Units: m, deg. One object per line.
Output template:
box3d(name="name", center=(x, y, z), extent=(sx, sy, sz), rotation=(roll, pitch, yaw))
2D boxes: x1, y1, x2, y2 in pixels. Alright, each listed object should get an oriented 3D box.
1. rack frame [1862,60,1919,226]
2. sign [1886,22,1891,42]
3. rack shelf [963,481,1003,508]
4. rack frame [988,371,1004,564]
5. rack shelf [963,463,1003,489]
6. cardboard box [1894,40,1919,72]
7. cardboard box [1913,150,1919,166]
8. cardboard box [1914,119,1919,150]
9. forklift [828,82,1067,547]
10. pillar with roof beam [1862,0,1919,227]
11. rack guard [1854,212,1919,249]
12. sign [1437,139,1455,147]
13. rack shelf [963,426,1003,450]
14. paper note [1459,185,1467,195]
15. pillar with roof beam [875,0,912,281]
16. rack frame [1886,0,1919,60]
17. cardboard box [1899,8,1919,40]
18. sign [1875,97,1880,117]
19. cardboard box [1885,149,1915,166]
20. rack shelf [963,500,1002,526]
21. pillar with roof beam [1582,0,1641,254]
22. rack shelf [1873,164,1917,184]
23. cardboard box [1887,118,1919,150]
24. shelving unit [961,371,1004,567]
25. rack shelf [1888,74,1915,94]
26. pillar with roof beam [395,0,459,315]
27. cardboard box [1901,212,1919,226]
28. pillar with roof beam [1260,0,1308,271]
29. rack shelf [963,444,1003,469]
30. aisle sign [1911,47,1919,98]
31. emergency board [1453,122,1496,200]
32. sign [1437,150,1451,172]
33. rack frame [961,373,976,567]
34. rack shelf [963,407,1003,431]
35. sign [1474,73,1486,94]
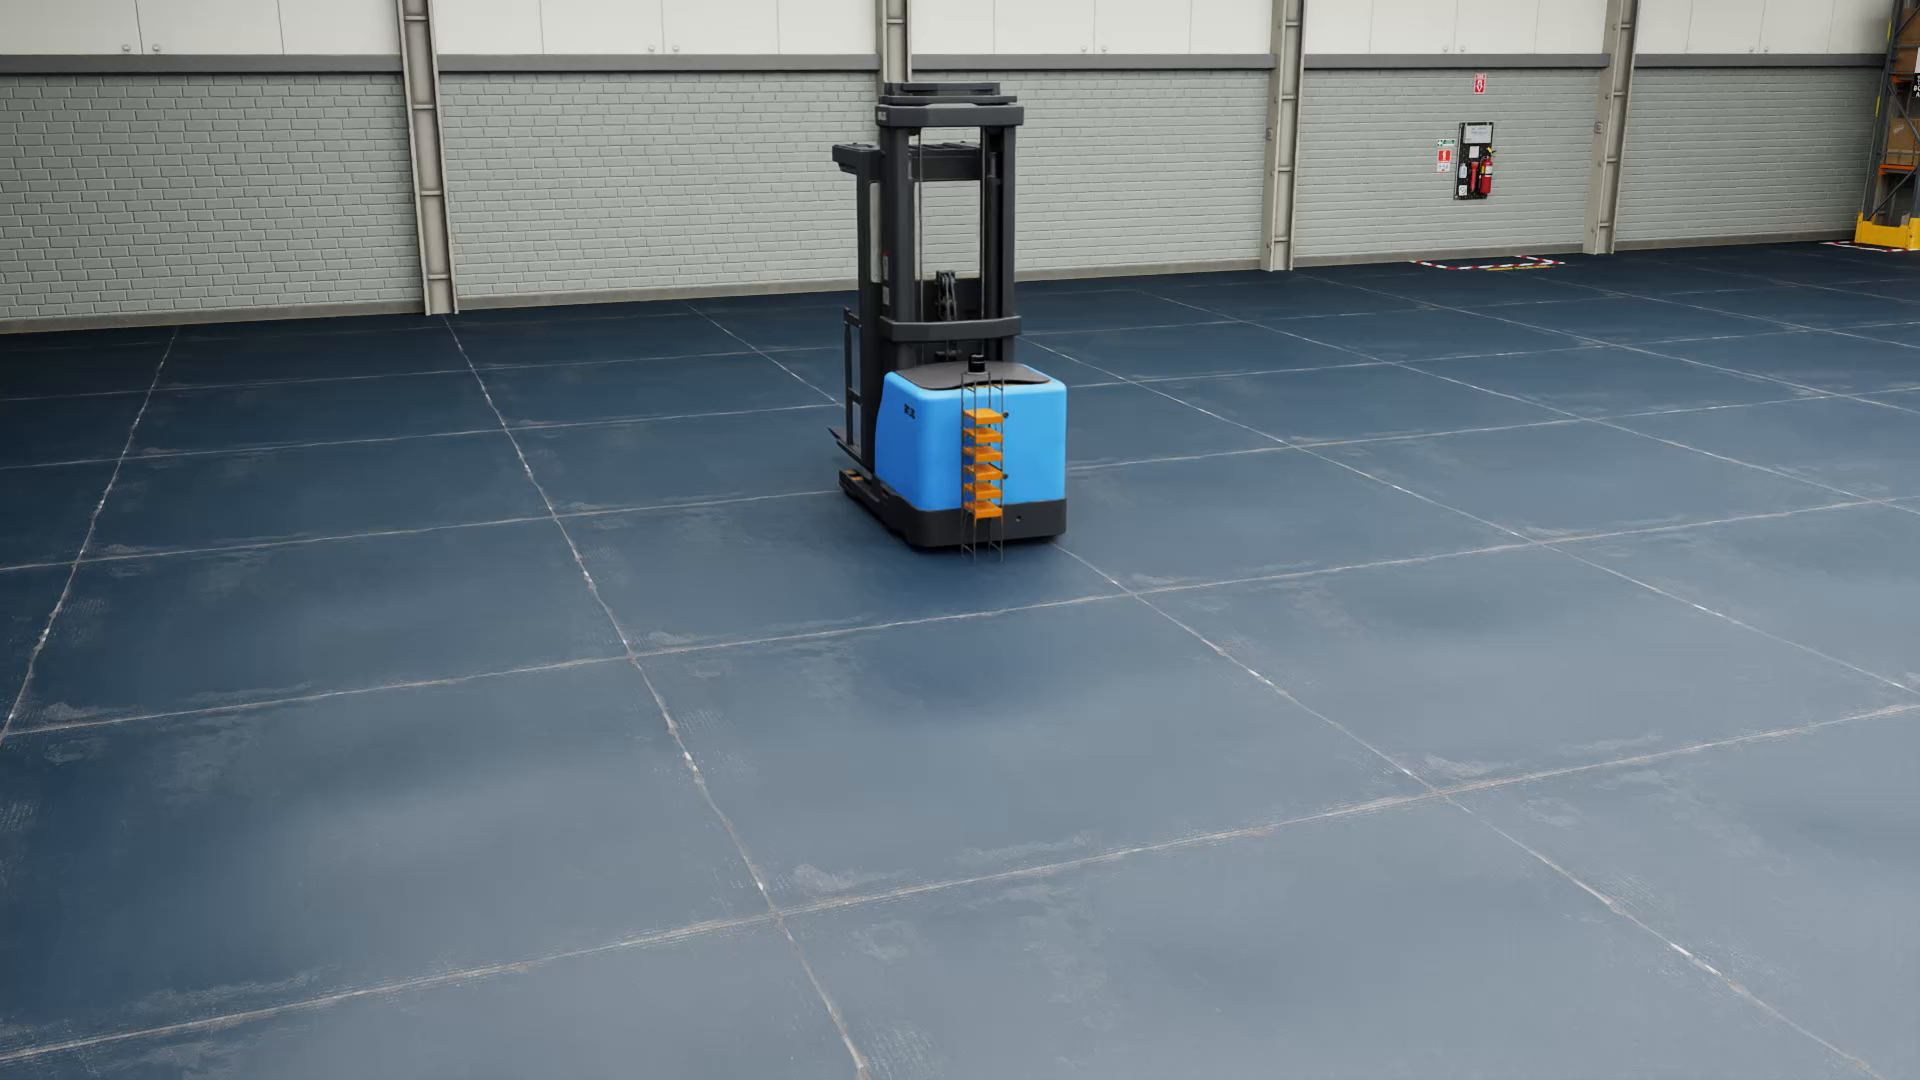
box3d(name="rack frame", center=(15.587, -6.401, 27.573), extent=(0.127, 3.000, 1.000), rotation=(-6, 17, -20))
box3d(name="sign", center=(15.408, -8.413, 27.530), extent=(0.005, 0.325, 0.100), rotation=(-6, 17, -20))
box3d(name="rack shelf", center=(0.139, -0.290, 10.541), extent=(0.180, 0.103, 0.258), rotation=(-6, 17, -19))
box3d(name="rack frame", center=(0.225, -0.457, 10.525), extent=(0.006, 1.200, 0.240), rotation=(-6, 17, -19))
box3d(name="rack shelf", center=(0.139, -0.406, 10.508), extent=(0.180, 0.103, 0.258), rotation=(-6, 17, -19))
box3d(name="cardboard box", center=(15.887, -8.007, 27.503), extent=(0.500, 0.500, 0.500), rotation=(-5, 17, -16))
box3d(name="cardboard box", center=(16.157, -6.305, 27.474), extent=(0.500, 0.250, 0.500), rotation=(-7, 18, -22))
box3d(name="cardboard box", center=(16.141, -6.668, 27.380), extent=(0.500, 0.500, 0.500), rotation=(-6, 17, -20))
box3d(name="forklift", center=(-0.252, -1.735, 11.805), extent=(1.130, 2.935, 3.031), rotation=(-6, 17, -18))
box3d(name="pillar with roof beam", center=(17.472, -8.445, 23.886), extent=(0.400, 9.000, 9.100), rotation=(-6, 17, -20))
box3d(name="rack guard", center=(15.658, -5.210, 27.951), extent=(0.348, 0.500, 1.175), rotation=(-6, 17, -20))
box3d(name="sign", center=(7.462, -6.096, 25.530), extent=(0.331, 0.109, 0.001), rotation=(-6, 17, -20))
box3d(name="rack shelf", center=(0.139, -0.636, 10.440), extent=(0.180, 0.103, 0.258), rotation=(-6, 17, -19))
box3d(name="paper note", center=(7.818, -5.433, 25.839), extent=(0.142, 0.148, 0.016), rotation=(-6, 17, -20))
box3d(name="pillar with roof beam", center=(0.664, -6.630, 17.706), extent=(0.400, 9.000, 9.100), rotation=(-6, 17, -20))
box3d(name="rack frame", center=(15.587, -9.280, 26.728), extent=(0.127, 3.000, 1.000), rotation=(-6, 17, -20))
box3d(name="cardboard box", center=(15.897, -8.490, 27.375), extent=(0.500, 0.500, 0.500), rotation=(-5, 17, -18))
box3d(name="sign", center=(15.408, -7.256, 27.869), extent=(0.005, 0.325, 0.100), rotation=(-6, 17, -20))
box3d(name="cardboard box", center=(15.955, -6.437, 27.925), extent=(0.500, 0.250, 0.500), rotation=(-6, 17, -19))
box3d(name="rack shelf", center=(0.139, -0.175, 10.575), extent=(0.180, 0.103, 0.258), rotation=(-6, 17, -19))
box3d(name="pillar with roof beam", center=(11.869, -7.840, 21.826), extent=(0.400, 9.000, 9.100), rotation=(-6, 17, -20))
box3d(name="rack shelf", center=(17.455, -6.258, 28.361), extent=(4.000, 0.370, 1.077), rotation=(-6, 17, -20))
box3d(name="cardboard box", center=(15.952, -6.802, 27.838), extent=(0.500, 0.500, 0.500), rotation=(-6, 18, -21))
box3d(name="shelving unit", center=(0.139, -0.448, 10.495), extent=(0.189, 1.200, 0.258), rotation=(-6, 17, -19))
box3d(name="rack shelf", center=(17.455, -7.697, 27.938), extent=(4.000, 0.370, 1.077), rotation=(-6, 17, -20))
box3d(name="pillar with roof beam", center=(-4.939, -6.025, 15.646), extent=(0.400, 9.000, 9.100), rotation=(-6, 17, -20))
box3d(name="cardboard box", center=(16.266, -5.368, 28.047), extent=(0.500, 0.311, 0.500), rotation=(-8, 18, -26))
box3d(name="pillar with roof beam", center=(6.267, -7.235, 19.766), extent=(0.400, 9.000, 9.100), rotation=(-6, 17, -20))
box3d(name="rack shelf", center=(0.139, -0.521, 10.474), extent=(0.180, 0.103, 0.258), rotation=(-6, 17, -19))
box3d(name="aisle sign", center=(15.628, -7.562, 26.913), extent=(0.004, 0.787, 0.394), rotation=(-6, 17, -20))
box3d(name="emergency board", center=(8.008, -5.855, 25.714), extent=(0.643, 1.169, 0.194), rotation=(-6, 17, -20))
box3d(name="sign", center=(7.454, -5.844, 25.611), extent=(0.234, 0.329, 0.001), rotation=(-6, 17, -20))
box3d(name="rack frame", center=(0.054, -0.439, 10.465), extent=(0.006, 1.200, 0.240), rotation=(-6, 17, -19))
box3d(name="rack shelf", center=(0.139, -0.751, 10.406), extent=(0.180, 0.103, 0.258), rotation=(-6, 17, -19))
box3d(name="sign", center=(7.964, -6.993, 25.474), extent=(0.199, 0.298, 0.001), rotation=(-6, 17, -20))
